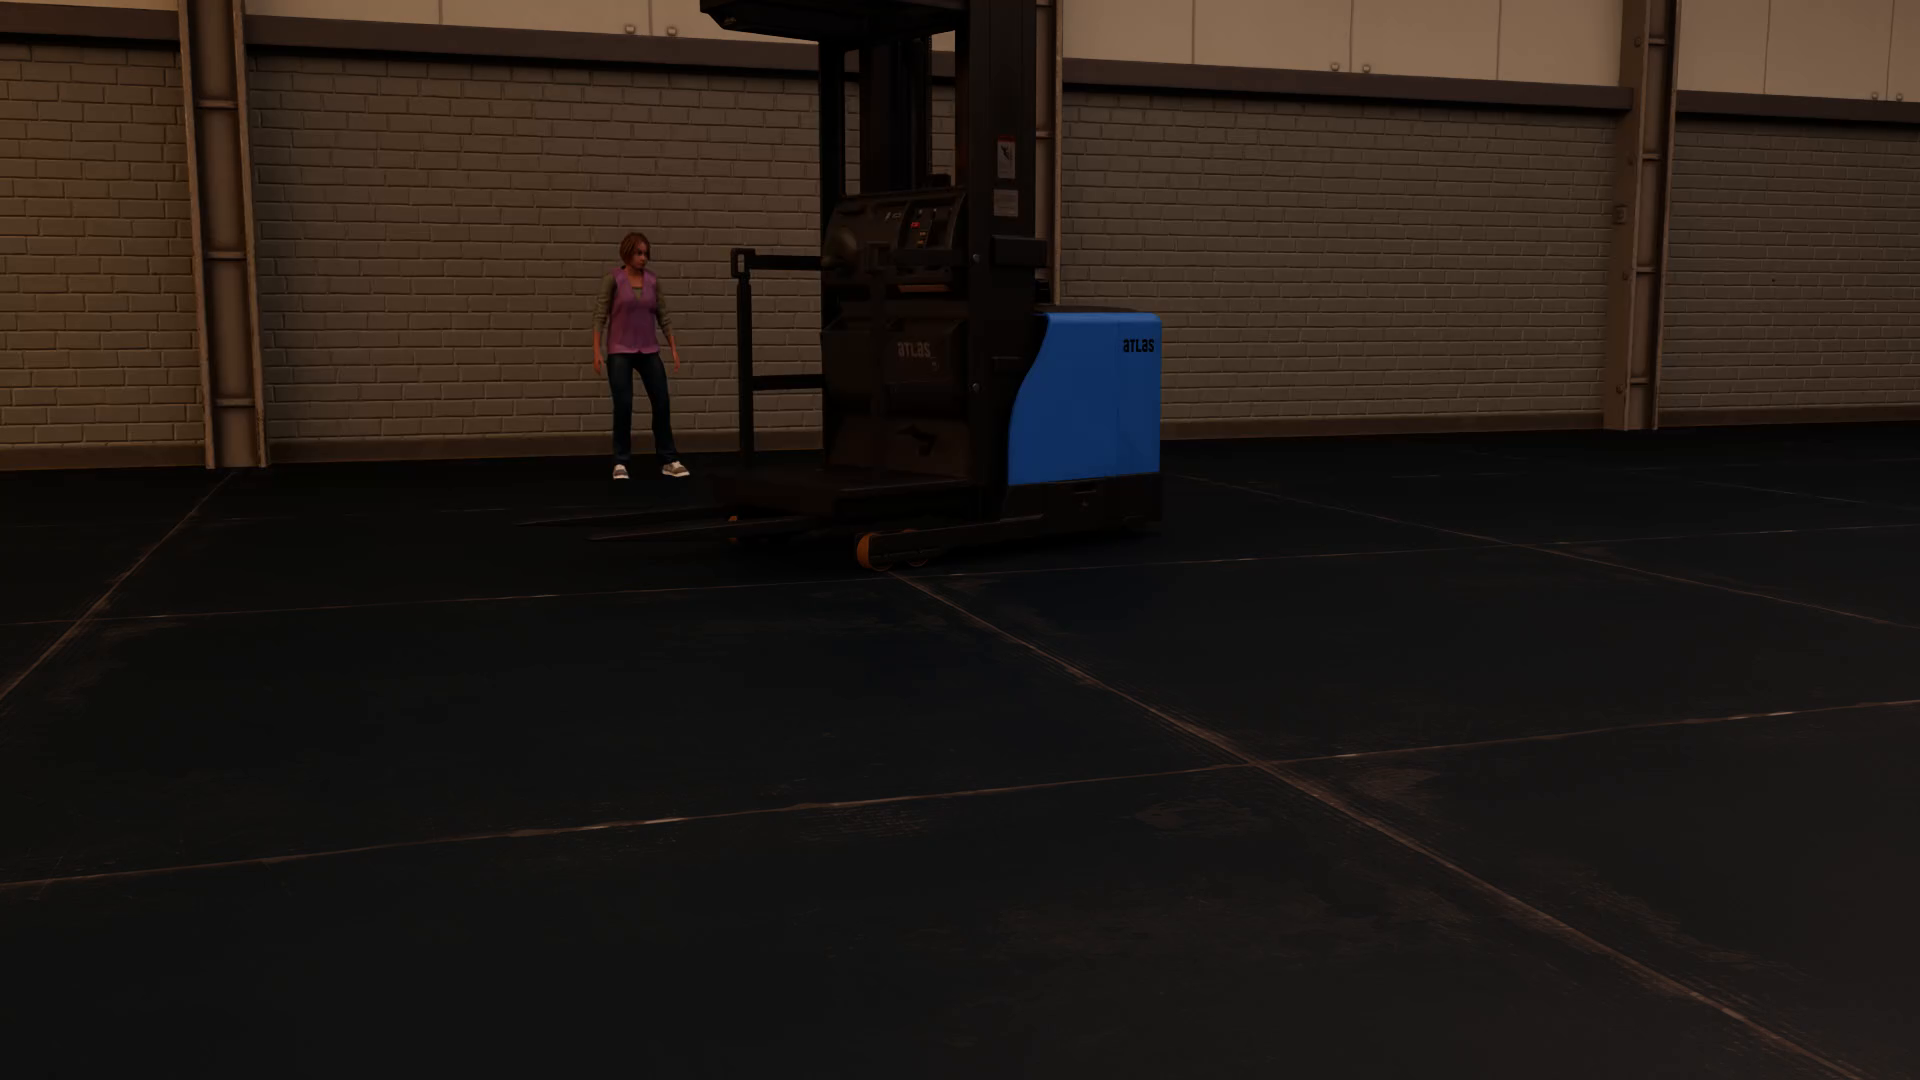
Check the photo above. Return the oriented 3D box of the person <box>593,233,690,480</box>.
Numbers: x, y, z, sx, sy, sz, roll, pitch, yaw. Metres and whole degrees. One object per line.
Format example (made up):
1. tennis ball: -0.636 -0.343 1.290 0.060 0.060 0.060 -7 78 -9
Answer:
1. person: -2.097 -1.190 10.814 0.582 1.583 0.366 -5 9 -32

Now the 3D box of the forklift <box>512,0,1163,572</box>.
1. forklift: -0.461 -1.399 7.333 3.031 2.935 1.130 -7 10 -40
